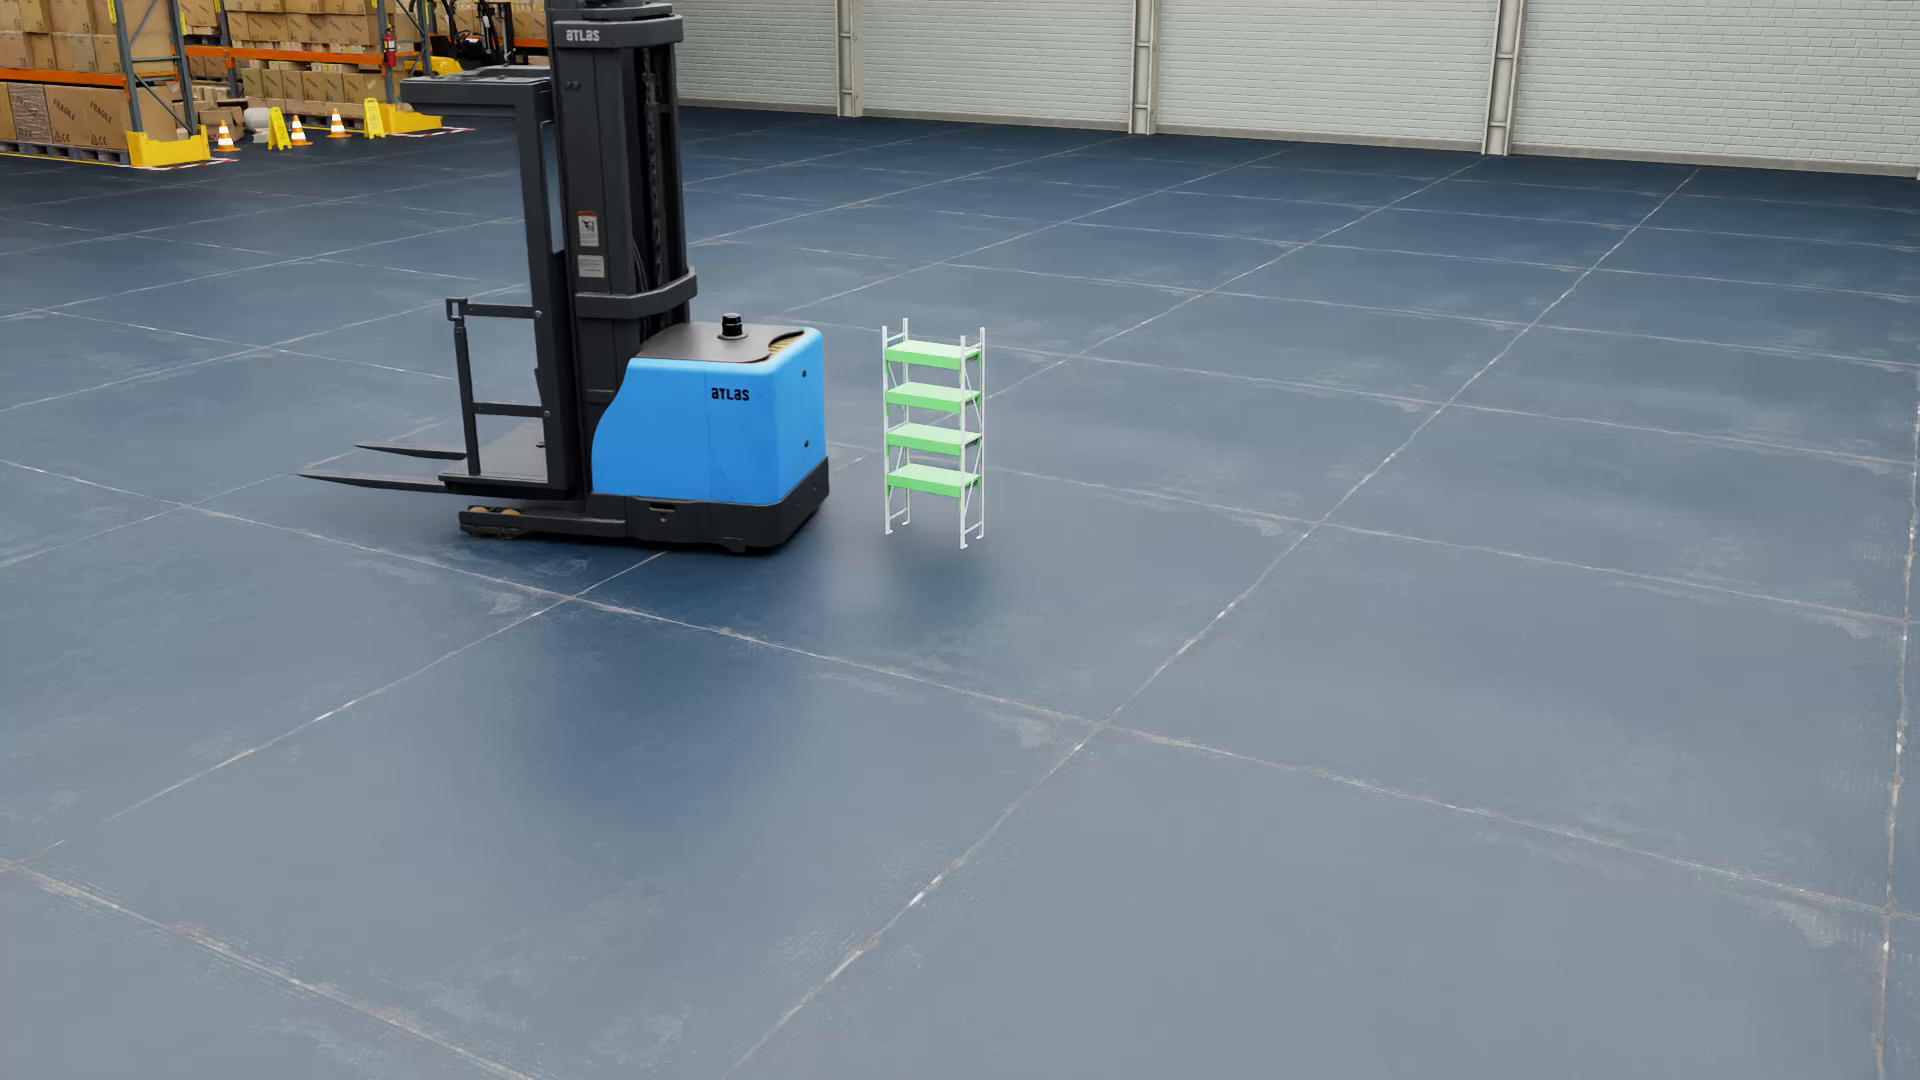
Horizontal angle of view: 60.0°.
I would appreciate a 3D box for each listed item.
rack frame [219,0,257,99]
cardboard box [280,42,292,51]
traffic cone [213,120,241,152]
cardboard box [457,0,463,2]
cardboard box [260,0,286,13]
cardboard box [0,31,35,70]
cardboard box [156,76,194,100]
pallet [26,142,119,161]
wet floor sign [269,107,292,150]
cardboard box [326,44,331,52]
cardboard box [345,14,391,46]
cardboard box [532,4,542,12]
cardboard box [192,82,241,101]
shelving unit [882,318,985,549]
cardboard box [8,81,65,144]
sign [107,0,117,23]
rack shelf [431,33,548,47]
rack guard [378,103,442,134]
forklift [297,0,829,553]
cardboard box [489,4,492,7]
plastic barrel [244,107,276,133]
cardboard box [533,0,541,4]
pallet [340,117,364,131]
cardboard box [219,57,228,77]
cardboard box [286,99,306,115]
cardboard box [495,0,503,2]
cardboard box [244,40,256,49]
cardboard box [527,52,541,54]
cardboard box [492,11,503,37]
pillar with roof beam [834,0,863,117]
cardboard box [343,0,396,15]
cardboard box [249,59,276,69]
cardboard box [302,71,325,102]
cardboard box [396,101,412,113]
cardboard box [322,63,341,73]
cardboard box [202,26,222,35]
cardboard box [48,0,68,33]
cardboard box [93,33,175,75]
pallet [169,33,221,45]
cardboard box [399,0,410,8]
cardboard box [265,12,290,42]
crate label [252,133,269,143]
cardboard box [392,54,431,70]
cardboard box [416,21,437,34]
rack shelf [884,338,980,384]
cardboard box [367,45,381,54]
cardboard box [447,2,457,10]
[{"bbox_3d":[-13.060,-9.257,30.486,0.127,3.000,1.000,11,23,27],"label":"rack frame"},{"bbox_3d":[-11.829,-8.776,29.527,0.250,0.149,0.380,11,23,28],"label":"cardboard box"},{"bbox_3d":[-11.665,-6.420,26.385,0.334,0.463,0.336,11,23,27],"label":"traffic cone"},{"bbox_3d":[-10.010,-11.030,33.839,0.250,0.149,0.380,10,22,26],"label":"cardboard box"},{"bbox_3d":[-11.921,-9.593,29.364,0.500,0.500,0.700,10,22,26],"label":"cardboard box"},{"bbox_3d":[-14.153,-7.570,25.615,0.550,0.550,0.875,11,23,27],"label":"cardboard box"},{"bbox_3d":[-13.902,-7.903,29.309,0.500,0.500,0.500,11,23,27],"label":"cardboard box"},{"bbox_3d":[-13.691,-6.104,25.882,1.213,0.211,1.003,11,23,27],"label":"pallet"},{"bbox_3d":[-10.903,-6.579,26.557,0.232,0.644,0.267,7,21,18],"label":"wet floor sign"},{"bbox_3d":[-10.882,-8.649,29.178,0.250,0.149,0.380,11,23,28],"label":"cardboard box"},{"bbox_3d":[-10.176,-8.787,28.608,0.500,0.500,0.500,10,22,26],"label":"cardboard box"},{"bbox_3d":[-8.235,-10.536,32.914,0.250,0.149,0.380,11,22,27],"label":"cardboard box"},{"bbox_3d":[-14.148,-8.424,31.428,0.625,0.372,0.950,12,23,31],"label":"cardboard box"},{"bbox_3d":[-0.145,-0.592,9.236,0.503,1.200,0.258,11,23,27],"label":"shelving unit"},{"bbox_3d":[-14.082,-6.691,25.912,0.875,0.875,0.875,11,23,28],"label":"cardboard box"},{"bbox_3d":[-12.170,-7.598,23.867,0.005,0.325,0.100,11,23,27],"label":"sign"},{"bbox_3d":[-8.896,-10.065,33.768,4.000,0.370,1.077,11,23,27],"label":"rack shelf"},{"bbox_3d":[-9.634,-7.430,29.114,0.348,0.500,1.175,11,23,27],"label":"rack guard"},{"bbox_3d":[-2.351,-1.552,9.344,3.031,2.935,1.130,4,20,12],"label":"forklift"},{"bbox_3d":[-9.389,-10.735,33.462,0.250,0.149,0.380,10,22,26],"label":"cardboard box"},{"bbox_3d":[-12.109,-7.274,28.796,0.512,0.421,0.421,-7,21,-20],"label":"plastic barrel"},{"bbox_3d":[-8.219,-10.690,32.901,0.250,0.149,0.380,11,23,28],"label":"cardboard box"},{"bbox_3d":[-10.326,-7.439,29.564,1.213,0.211,1.003,11,23,27],"label":"pallet"},{"bbox_3d":[-16.411,-10.771,37.709,0.500,0.500,0.500,10,22,26],"label":"cardboard box"},{"bbox_3d":[-11.741,-7.811,29.915,0.500,0.250,0.500,10,22,27],"label":"cardboard box"},{"bbox_3d":[-9.119,-10.859,33.369,0.250,0.149,0.380,11,23,28],"label":"cardboard box"},{"bbox_3d":[-12.696,-8.965,30.048,0.250,0.149,0.380,12,23,29],"label":"cardboard box"},{"bbox_3d":[-8.791,-9.837,34.035,0.500,0.250,0.500,10,22,26],"label":"cardboard box"},{"bbox_3d":[-9.048,-10.376,33.423,0.500,0.500,0.500,11,23,28],"label":"cardboard box"},{"bbox_3d":[-4.180,-10.995,26.480,0.400,9.000,9.100,11,23,27],"label":"pillar with roof beam"},{"bbox_3d":[-10.120,-9.269,28.469,0.500,0.500,0.700,10,22,26],"label":"cardboard box"},{"bbox_3d":[-12.597,-8.602,30.047,0.250,0.149,0.380,11,23,28],"label":"cardboard box"},{"bbox_3d":[-11.289,-8.077,29.549,0.500,0.500,0.500,10,22,26],"label":"cardboard box"},{"bbox_3d":[-10.137,-7.713,29.647,0.500,0.250,0.500,11,22,27],"label":"cardboard box"},{"bbox_3d":[-10.966,-8.294,29.196,0.250,0.149,0.380,11,23,28],"label":"cardboard box"},{"bbox_3d":[-13.644,-9.340,30.467,0.250,0.149,0.380,11,23,28],"label":"cardboard box"},{"bbox_3d":[-13.147,-7.951,25.081,0.550,0.550,0.875,11,23,27],"label":"cardboard box"},{"bbox_3d":[-12.240,-7.220,24.651,0.550,0.550,0.875,11,23,27],"label":"cardboard box"},{"bbox_3d":[-14.804,-9.515,31.479,1.213,0.211,1.003,11,23,27],"label":"pallet"},{"bbox_3d":[-11.471,-11.172,34.667,0.250,0.149,0.380,11,23,27],"label":"cardboard box"},{"bbox_3d":[-11.930,-9.124,29.536,0.500,0.500,0.500,11,22,27],"label":"cardboard box"},{"bbox_3d":[-11.533,-6.659,27.522,0.298,0.136,0.250,0,20,-1],"label":"crate label"},{"bbox_3d":[-11.777,-10.031,35.487,0.625,0.625,0.875,11,22,27],"label":"cardboard box"},{"bbox_3d":[-11.210,-10.671,34.604,0.500,0.250,0.500,11,23,29],"label":"cardboard box"},{"bbox_3d":[-0.145,-0.983,9.095,0.480,0.148,0.258,11,23,27],"label":"rack shelf"},{"bbox_3d":[-9.999,-8.472,28.691,0.250,0.149,0.380,12,23,29],"label":"cardboard box"},{"bbox_3d":[-10.266,-10.914,33.955,0.250,0.149,0.380,11,23,29],"label":"cardboard box"}]
